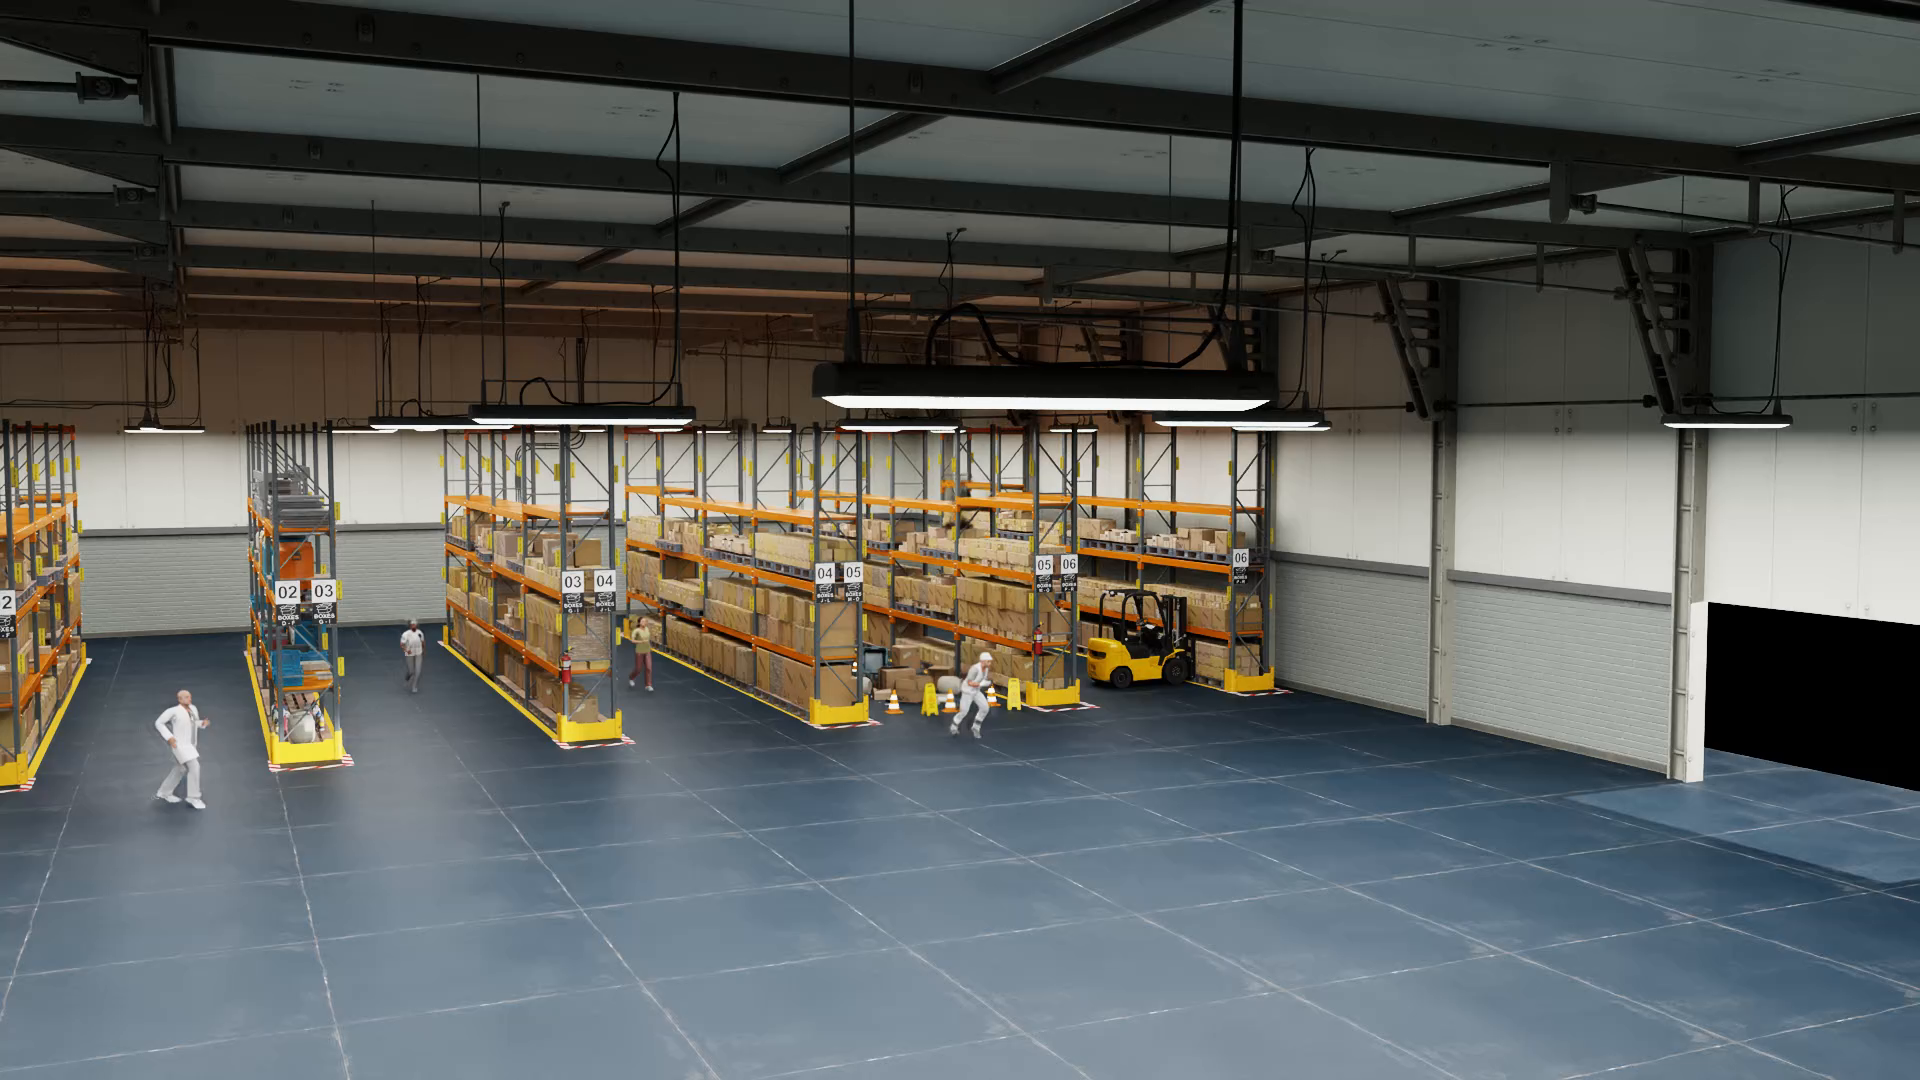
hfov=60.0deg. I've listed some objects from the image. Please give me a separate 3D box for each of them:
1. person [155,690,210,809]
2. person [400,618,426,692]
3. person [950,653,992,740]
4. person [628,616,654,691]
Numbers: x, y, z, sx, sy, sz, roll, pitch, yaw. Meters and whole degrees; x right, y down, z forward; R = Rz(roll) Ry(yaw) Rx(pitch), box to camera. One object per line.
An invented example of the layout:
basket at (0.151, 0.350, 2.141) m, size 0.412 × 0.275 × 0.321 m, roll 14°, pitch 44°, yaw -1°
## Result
person at (-12.020, 3.236, 25.720) m, size 0.865 × 1.853 × 0.669 m, roll 0°, pitch 4°, yaw 5°
person at (-12.236, 2.567, 37.244) m, size 0.562 × 1.655 × 0.589 m, roll -2°, pitch 4°, yaw -34°
person at (0.238, 2.943, 31.476) m, size 0.990 × 1.689 × 0.704 m, roll 3°, pitch 4°, yaw 35°
person at (-7.161, 2.536, 37.381) m, size 0.592 × 1.655 × 0.904 m, roll -3°, pitch 5°, yaw -43°
